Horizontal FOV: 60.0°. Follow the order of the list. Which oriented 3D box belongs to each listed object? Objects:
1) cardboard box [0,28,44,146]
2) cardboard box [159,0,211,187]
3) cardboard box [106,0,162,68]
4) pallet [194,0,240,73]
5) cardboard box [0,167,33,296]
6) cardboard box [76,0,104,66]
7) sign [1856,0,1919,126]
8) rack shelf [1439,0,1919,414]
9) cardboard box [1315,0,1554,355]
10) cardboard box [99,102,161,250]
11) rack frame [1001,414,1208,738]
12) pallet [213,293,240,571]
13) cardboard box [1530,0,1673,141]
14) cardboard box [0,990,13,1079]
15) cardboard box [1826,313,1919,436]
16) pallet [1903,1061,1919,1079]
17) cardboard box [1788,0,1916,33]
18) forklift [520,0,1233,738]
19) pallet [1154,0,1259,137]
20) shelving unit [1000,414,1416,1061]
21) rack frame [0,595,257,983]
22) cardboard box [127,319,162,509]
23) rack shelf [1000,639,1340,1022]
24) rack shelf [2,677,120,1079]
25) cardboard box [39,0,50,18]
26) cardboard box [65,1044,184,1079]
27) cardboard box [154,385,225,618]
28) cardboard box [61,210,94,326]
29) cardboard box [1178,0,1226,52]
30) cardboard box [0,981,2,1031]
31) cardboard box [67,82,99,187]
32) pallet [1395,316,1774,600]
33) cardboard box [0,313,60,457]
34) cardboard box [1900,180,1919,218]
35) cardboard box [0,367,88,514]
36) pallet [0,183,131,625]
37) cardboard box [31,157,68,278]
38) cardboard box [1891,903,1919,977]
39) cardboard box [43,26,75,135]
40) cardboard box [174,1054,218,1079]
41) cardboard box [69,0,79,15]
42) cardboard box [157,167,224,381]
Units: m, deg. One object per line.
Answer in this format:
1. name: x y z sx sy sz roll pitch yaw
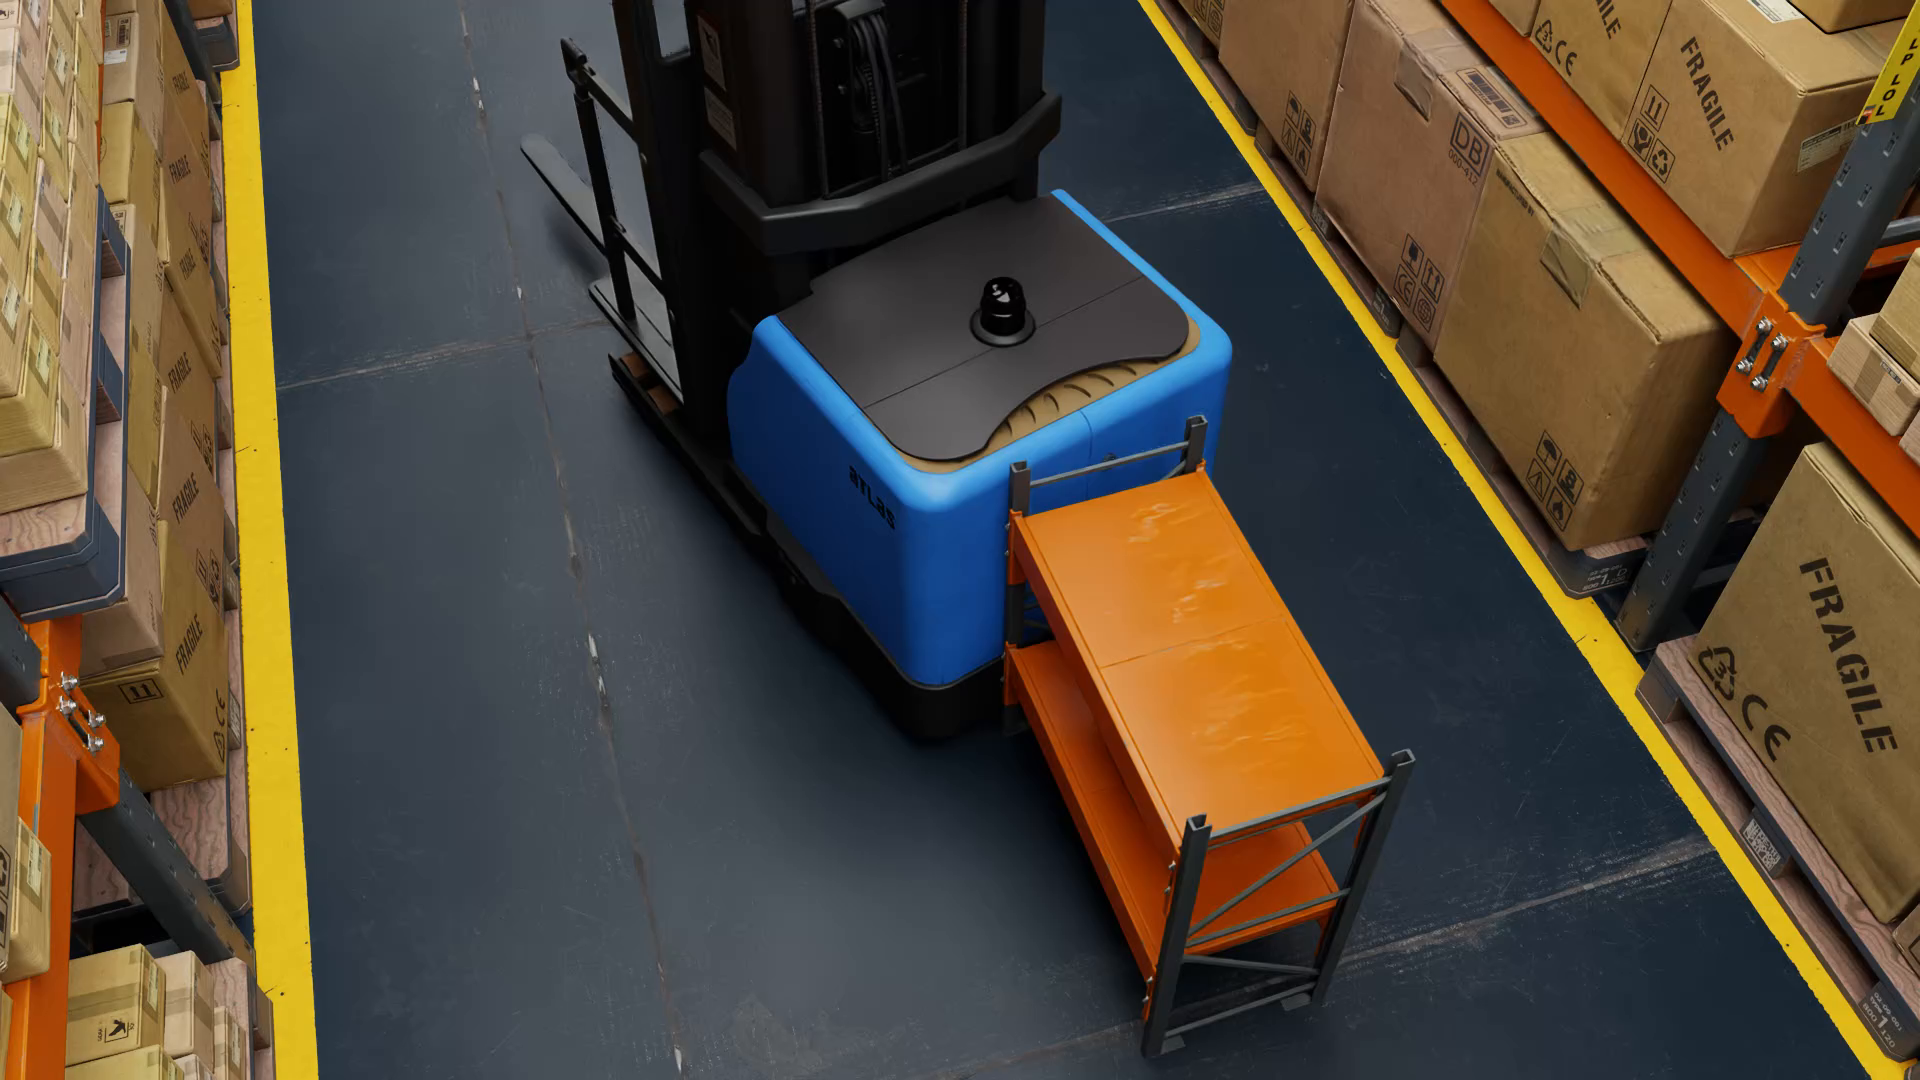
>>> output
1. cardboard box: -2.209 -0.944 3.584 0.380 0.149 0.250 -14 51 -11
2. cardboard box: -3.037 -1.563 5.966 0.500 0.500 0.500 -14 51 -11
3. cardboard box: -3.029 -1.786 5.663 0.500 0.250 0.500 -14 51 -12
4. pallet: -3.642 -2.349 7.092 1.003 0.211 1.213 -13 51 -11
5. cardboard box: -2.064 -0.573 3.272 0.380 0.149 0.250 -12 51 -10
6. cardboard box: -2.438 -1.316 4.288 0.380 0.149 0.250 -15 52 -13
7. sign: 1.954 -0.999 3.425 0.100 0.325 0.005 -13 51 -11
8. rack shelf: 1.878 -2.010 5.453 1.077 0.370 4.000 -13 51 -11
9. cardboard box: 1.996 -1.347 5.538 1.225 0.875 0.875 -15 51 -12
10. cardboard box: -2.733 -1.045 5.039 0.500 0.250 0.500 -12 51 -10
11. rack frame: 0.358 0.131 4.404 0.500 1.125 0.032 -15 51 -12
12. pallet: -2.894 -0.295 5.361 1.003 0.211 1.213 -13 51 -11
13. cardboard box: 1.931 -1.456 4.450 0.500 0.500 0.500 -12 51 -10
14. cardboard box: -1.788 0.876 2.714 0.380 0.149 0.250 -11 51 -10
15. cardboard box: 2.239 -0.409 3.797 0.380 0.149 0.250 -13 51 -11
16. pallet: 2.984 1.584 3.777 1.003 0.211 1.213 -13 51 -11
17. cardboard box: 2.273 -1.601 3.916 0.797 0.503 0.637 -15 51 -12
18. forklift: -0.520 -1.489 4.588 1.130 2.935 3.031 -28 55 -21
19. pallet: 1.448 -2.211 6.976 1.003 0.211 1.213 -13 51 -11
20. shelving unit: 0.525 0.498 4.095 0.538 1.125 1.048 -15 51 -12
21. rack frame: -2.298 0.267 3.063 1.000 3.000 0.127 -13 51 -11
22. cardboard box: -2.424 -0.292 4.404 0.500 0.250 0.500 -12 51 -10
23. rack shelf: 0.525 0.655 4.282 0.538 0.278 1.000 -15 51 -12
24. rack shelf: -1.707 1.959 2.107 1.077 0.370 4.000 -13 51 -11
25. cardboard box: -2.359 -1.315 3.897 0.380 0.149 0.250 -12 51 -10
26. cardboard box: -1.831 1.237 3.446 0.380 0.149 0.250 -13 51 -11
27. cardboard box: -2.422 -0.049 4.689 0.500 0.500 0.500 -11 51 -9
28. cardboard box: -2.133 -0.564 3.653 0.380 0.149 0.250 -13 51 -11
29. cardboard box: 1.471 -2.644 6.632 1.225 0.875 0.875 -15 52 -13
30. cardboard box: -1.733 0.808 2.347 0.500 0.500 0.500 -15 51 -12
31. cardboard box: -2.282 -0.933 3.965 0.380 0.149 0.250 -15 52 -13
32. pallet: 2.170 -0.429 5.473 1.003 0.211 1.213 -13 51 -11
33. cardboard box: -1.975 -0.275 3.215 0.380 0.149 0.250 -13 51 -10
34. cardboard box: 2.572 -1.206 4.239 0.500 0.500 0.500 -13 51 -11
35. cardboard box: -1.975 -0.179 3.329 0.380 0.149 0.250 -16 52 -13
36. pallet: -2.385 -0.262 3.635 1.003 0.211 1.213 -13 51 -11
37. cardboard box: -2.131 -0.652 3.533 0.380 0.149 0.250 -12 51 -10
38. cardboard box: 2.855 0.926 3.622 0.875 0.875 0.875 -13 51 -11
39. cardboard box: -2.290 -1.039 3.859 0.380 0.149 0.250 -11 51 -10
40. cardboard box: -1.810 1.307 3.581 0.380 0.149 0.250 -16 52 -13
41. cardboard box: -2.440 -1.417 4.178 0.380 0.149 0.250 -14 51 -12
42. cardboard box: -2.715 -0.800 5.323 0.500 0.500 0.500 -15 52 -13
